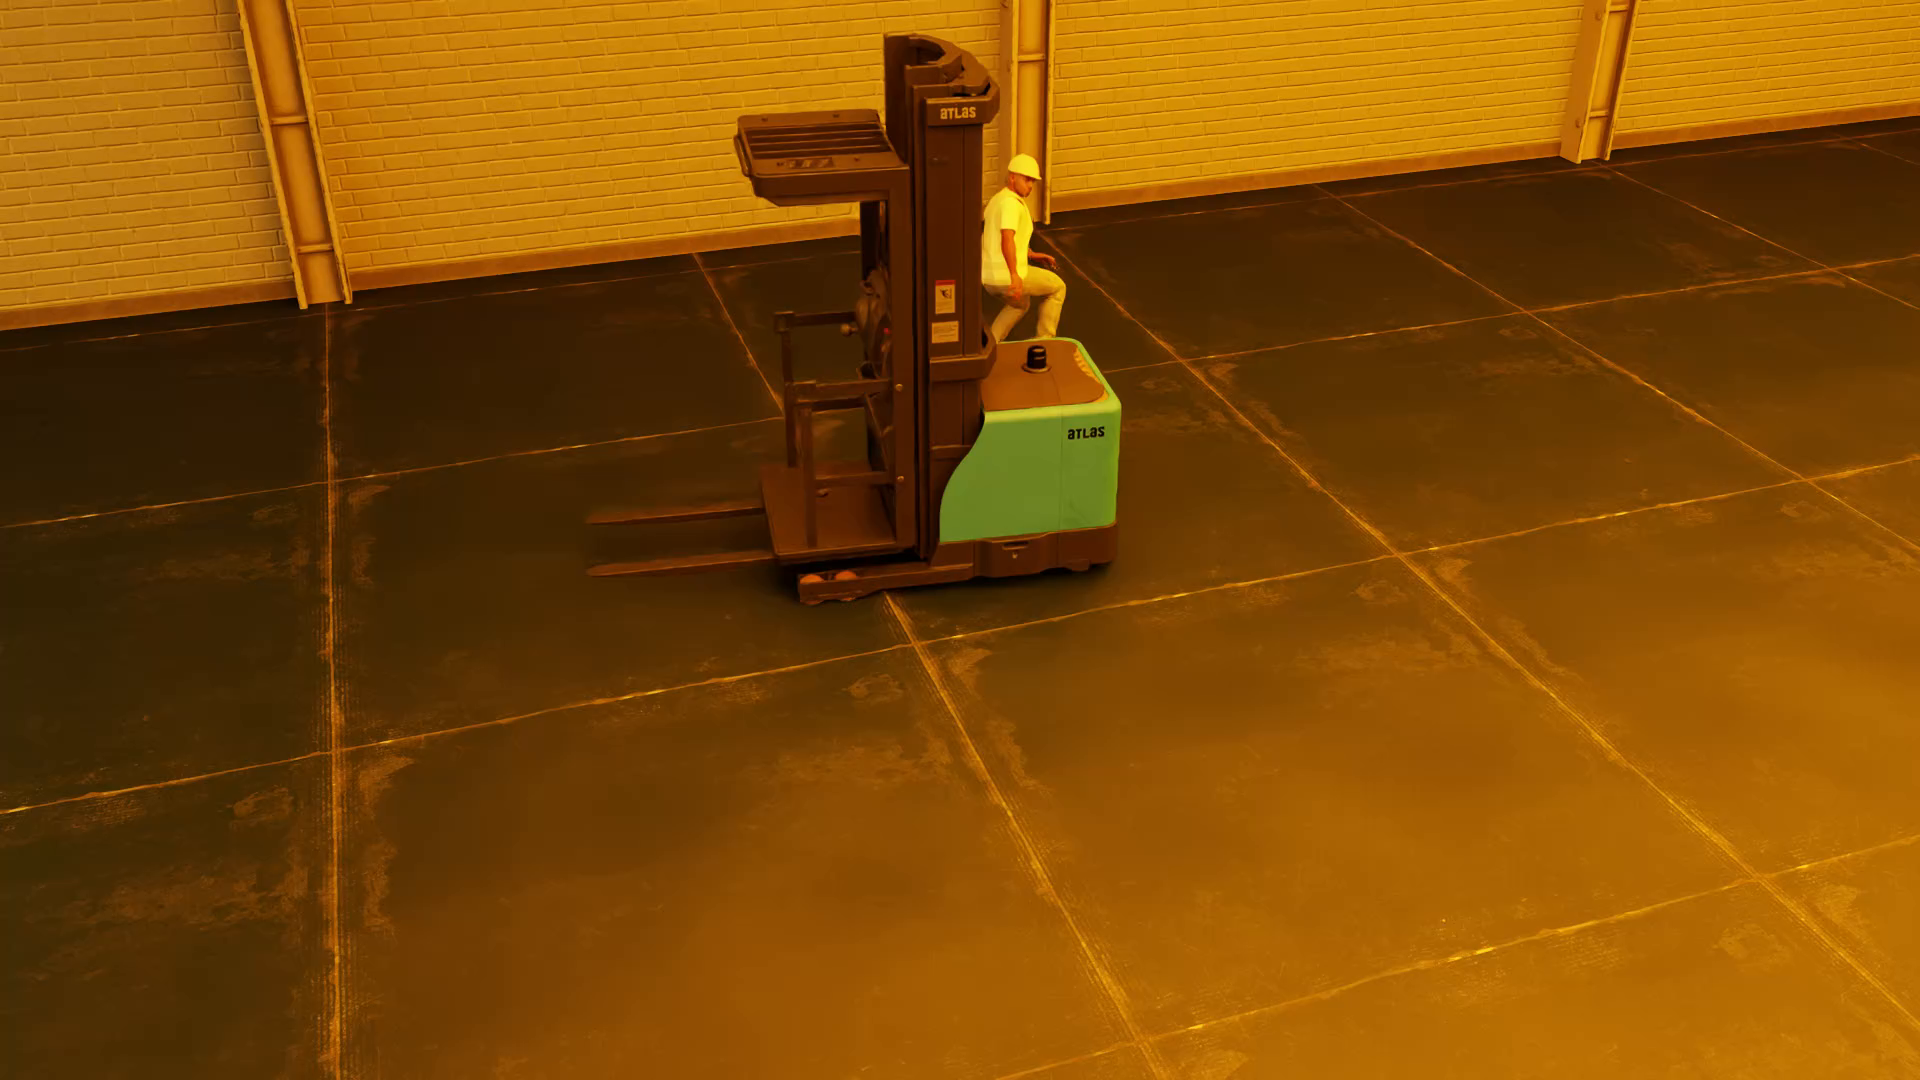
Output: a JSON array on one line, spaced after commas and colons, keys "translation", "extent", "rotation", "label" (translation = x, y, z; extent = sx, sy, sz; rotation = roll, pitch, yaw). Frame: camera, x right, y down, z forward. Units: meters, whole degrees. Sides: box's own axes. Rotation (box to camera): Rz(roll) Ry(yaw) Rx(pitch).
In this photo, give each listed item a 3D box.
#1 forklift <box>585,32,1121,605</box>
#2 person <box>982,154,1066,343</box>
[{"translation": [-0.658, -1.191, 9.157], "extent": [3.031, 2.935, 1.130], "rotation": [-6, 30, -10], "label": "forklift"}, {"translation": [0.474, -1.958, 11.913], "extent": [0.774, 1.544, 0.810], "rotation": [-16, 33, -25], "label": "person"}]
